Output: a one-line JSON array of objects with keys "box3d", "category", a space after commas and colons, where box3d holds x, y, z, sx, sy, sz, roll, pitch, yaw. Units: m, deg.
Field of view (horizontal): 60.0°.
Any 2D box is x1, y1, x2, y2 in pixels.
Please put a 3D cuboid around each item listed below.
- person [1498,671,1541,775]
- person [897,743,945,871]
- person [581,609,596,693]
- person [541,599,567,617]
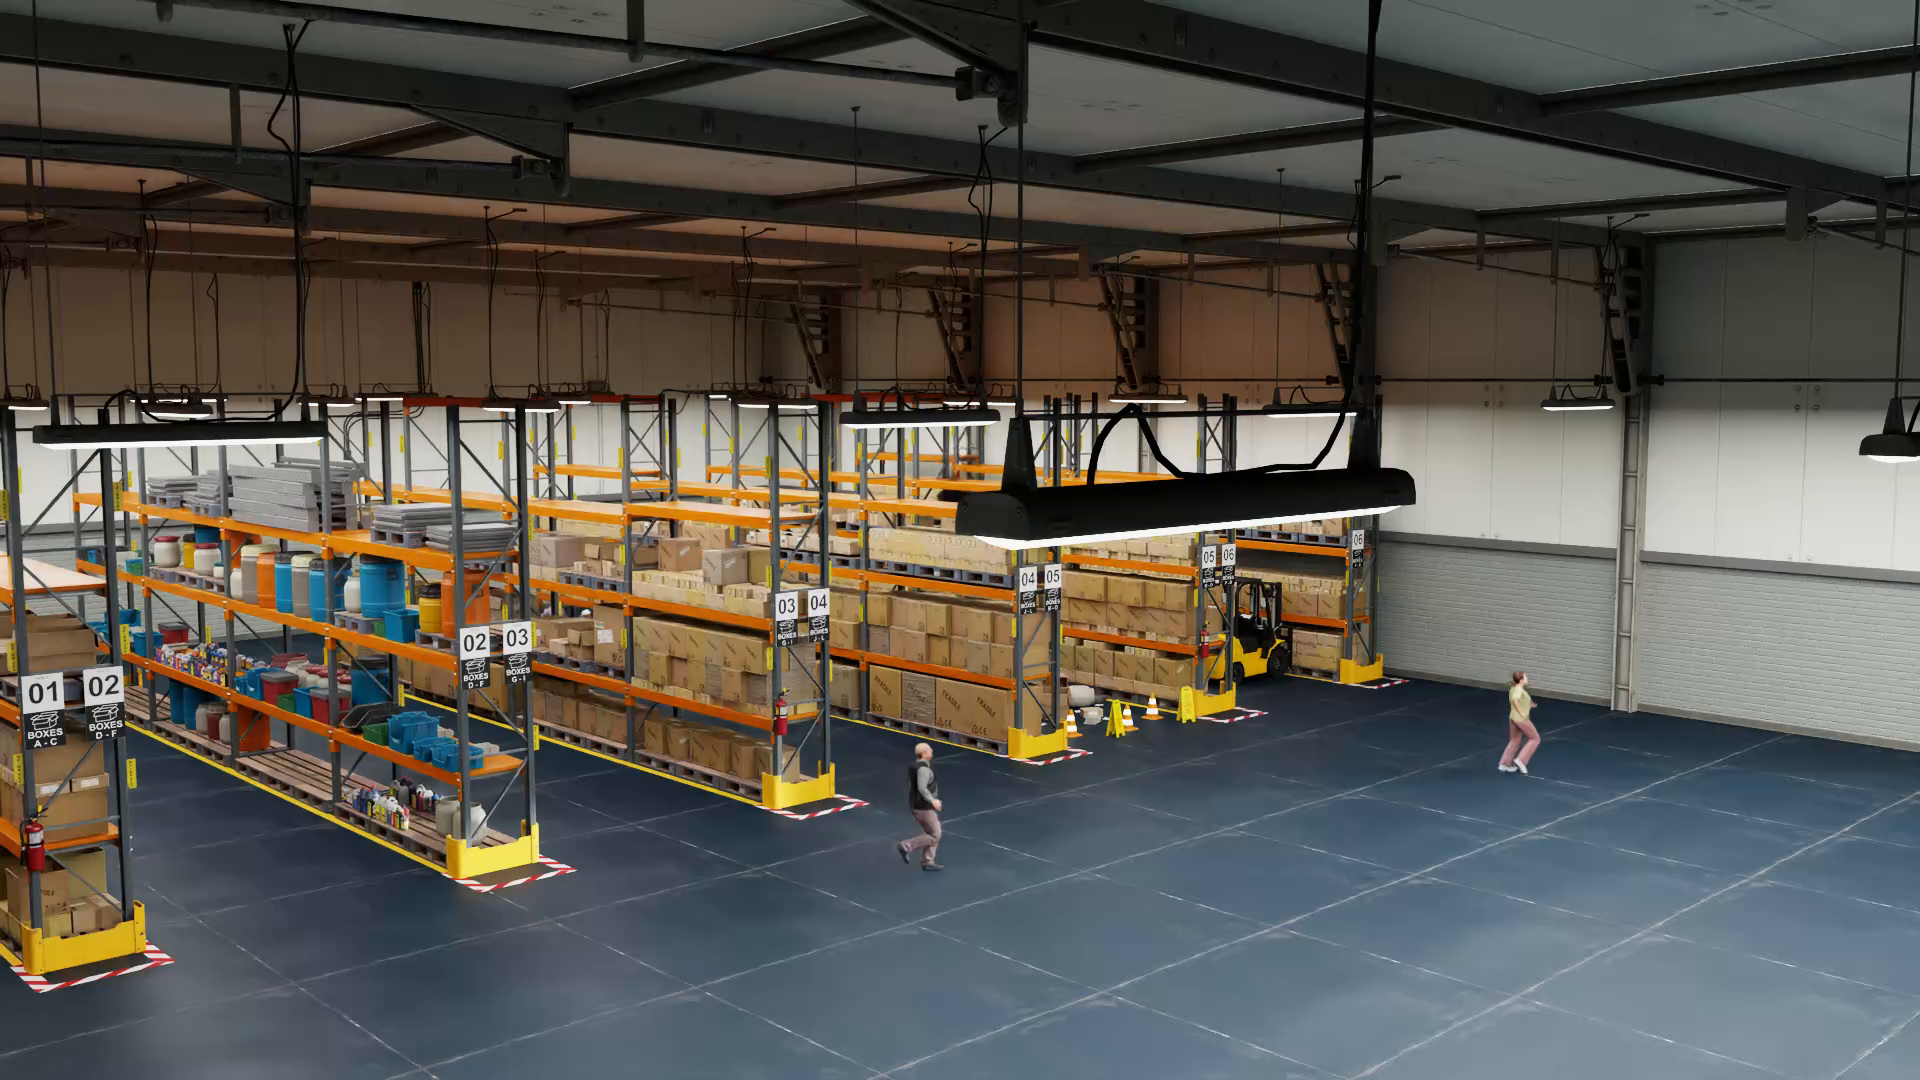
[{"box3d": [8.991, 2.925, 26.707, 0.667, 1.673, 0.554, -1, 6, -7], "category": "person"}, {"box3d": [-0.514, 3.442, 21.379, 0.661, 1.684, 0.658, -2, 6, -17], "category": "person"}, {"box3d": [-7.389, 2.275, 32.888, 0.804, 1.816, 0.669, 5, 7, 40], "category": "person"}, {"box3d": [-8.866, 2.025, 36.367, 0.647, 1.590, 0.609, -5, 7, -41], "category": "person"}]
